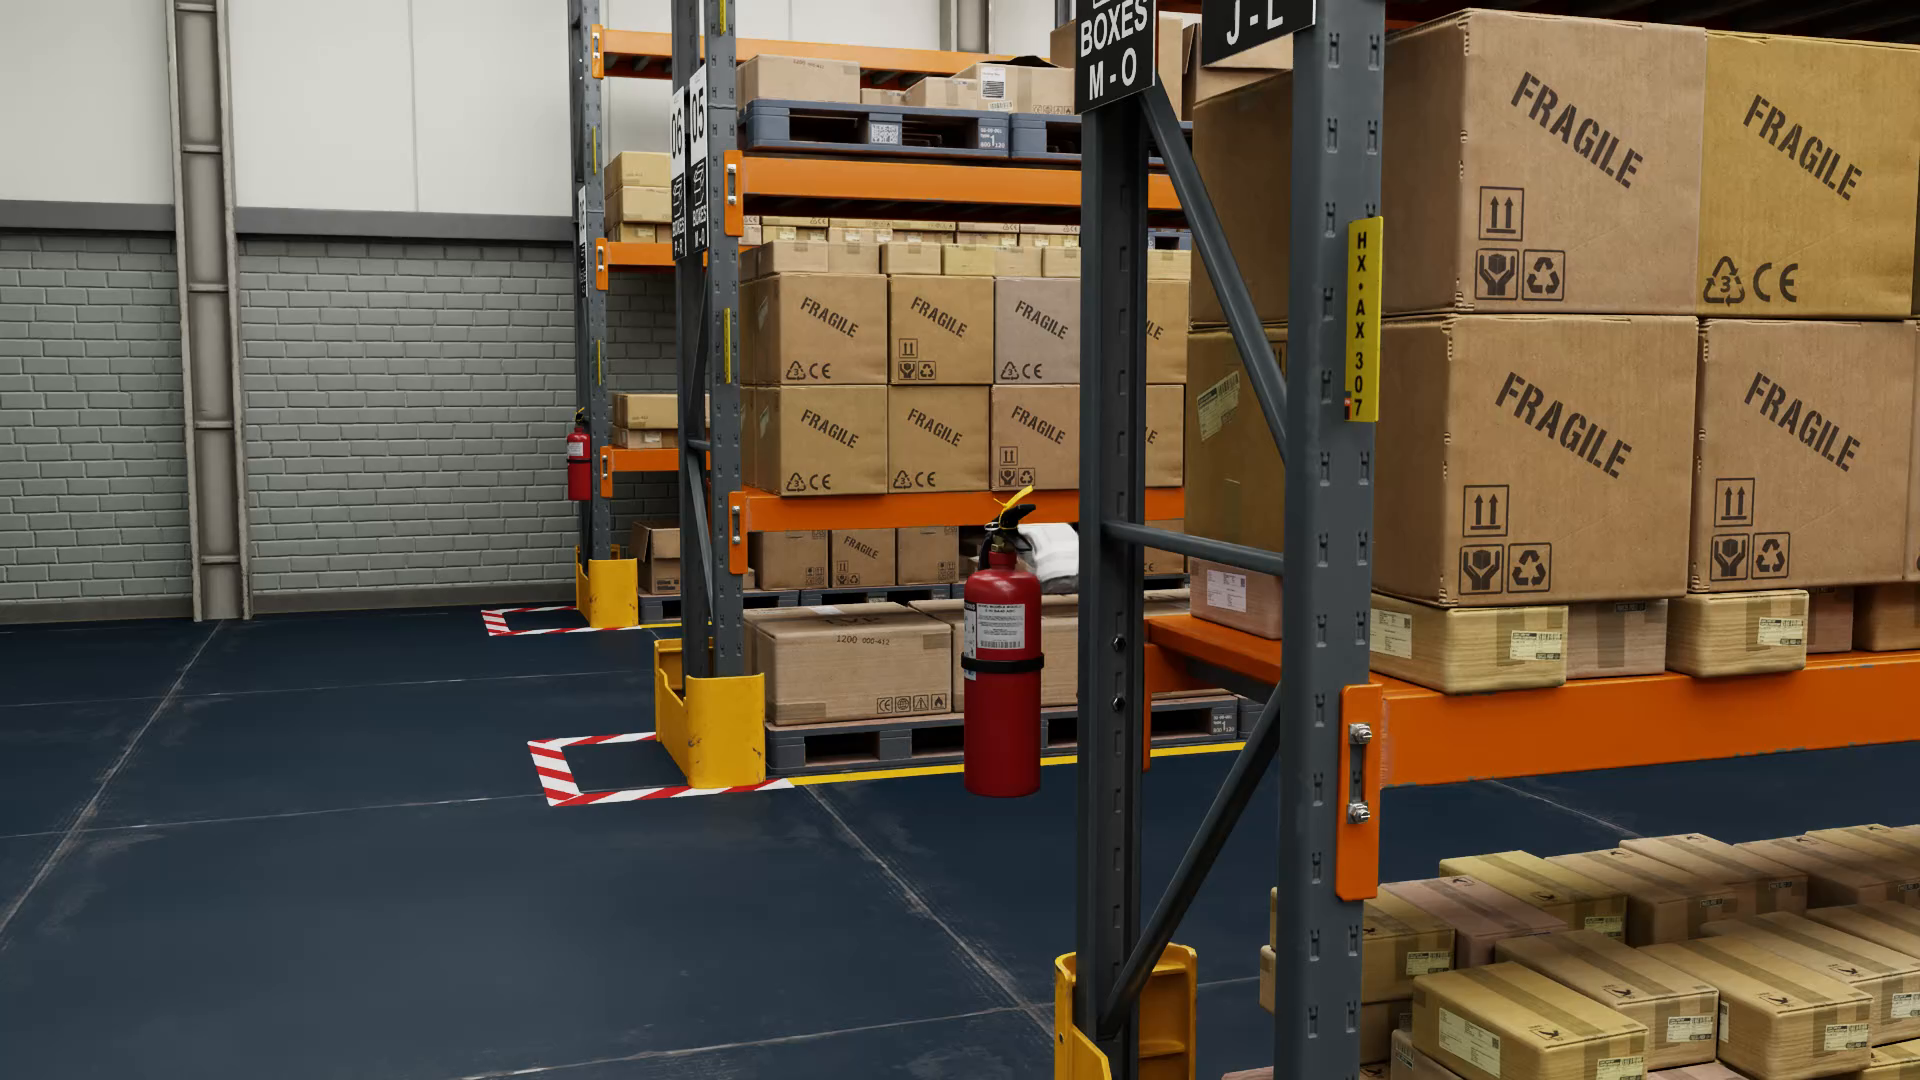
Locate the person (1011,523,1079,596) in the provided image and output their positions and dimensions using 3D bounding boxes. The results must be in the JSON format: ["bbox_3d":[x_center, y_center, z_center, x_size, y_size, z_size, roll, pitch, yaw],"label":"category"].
[{"bbox_3d":[0.595,0.234,11.707,0.577,0.922,0.908,-2,6,-19],"label":"person"}]
